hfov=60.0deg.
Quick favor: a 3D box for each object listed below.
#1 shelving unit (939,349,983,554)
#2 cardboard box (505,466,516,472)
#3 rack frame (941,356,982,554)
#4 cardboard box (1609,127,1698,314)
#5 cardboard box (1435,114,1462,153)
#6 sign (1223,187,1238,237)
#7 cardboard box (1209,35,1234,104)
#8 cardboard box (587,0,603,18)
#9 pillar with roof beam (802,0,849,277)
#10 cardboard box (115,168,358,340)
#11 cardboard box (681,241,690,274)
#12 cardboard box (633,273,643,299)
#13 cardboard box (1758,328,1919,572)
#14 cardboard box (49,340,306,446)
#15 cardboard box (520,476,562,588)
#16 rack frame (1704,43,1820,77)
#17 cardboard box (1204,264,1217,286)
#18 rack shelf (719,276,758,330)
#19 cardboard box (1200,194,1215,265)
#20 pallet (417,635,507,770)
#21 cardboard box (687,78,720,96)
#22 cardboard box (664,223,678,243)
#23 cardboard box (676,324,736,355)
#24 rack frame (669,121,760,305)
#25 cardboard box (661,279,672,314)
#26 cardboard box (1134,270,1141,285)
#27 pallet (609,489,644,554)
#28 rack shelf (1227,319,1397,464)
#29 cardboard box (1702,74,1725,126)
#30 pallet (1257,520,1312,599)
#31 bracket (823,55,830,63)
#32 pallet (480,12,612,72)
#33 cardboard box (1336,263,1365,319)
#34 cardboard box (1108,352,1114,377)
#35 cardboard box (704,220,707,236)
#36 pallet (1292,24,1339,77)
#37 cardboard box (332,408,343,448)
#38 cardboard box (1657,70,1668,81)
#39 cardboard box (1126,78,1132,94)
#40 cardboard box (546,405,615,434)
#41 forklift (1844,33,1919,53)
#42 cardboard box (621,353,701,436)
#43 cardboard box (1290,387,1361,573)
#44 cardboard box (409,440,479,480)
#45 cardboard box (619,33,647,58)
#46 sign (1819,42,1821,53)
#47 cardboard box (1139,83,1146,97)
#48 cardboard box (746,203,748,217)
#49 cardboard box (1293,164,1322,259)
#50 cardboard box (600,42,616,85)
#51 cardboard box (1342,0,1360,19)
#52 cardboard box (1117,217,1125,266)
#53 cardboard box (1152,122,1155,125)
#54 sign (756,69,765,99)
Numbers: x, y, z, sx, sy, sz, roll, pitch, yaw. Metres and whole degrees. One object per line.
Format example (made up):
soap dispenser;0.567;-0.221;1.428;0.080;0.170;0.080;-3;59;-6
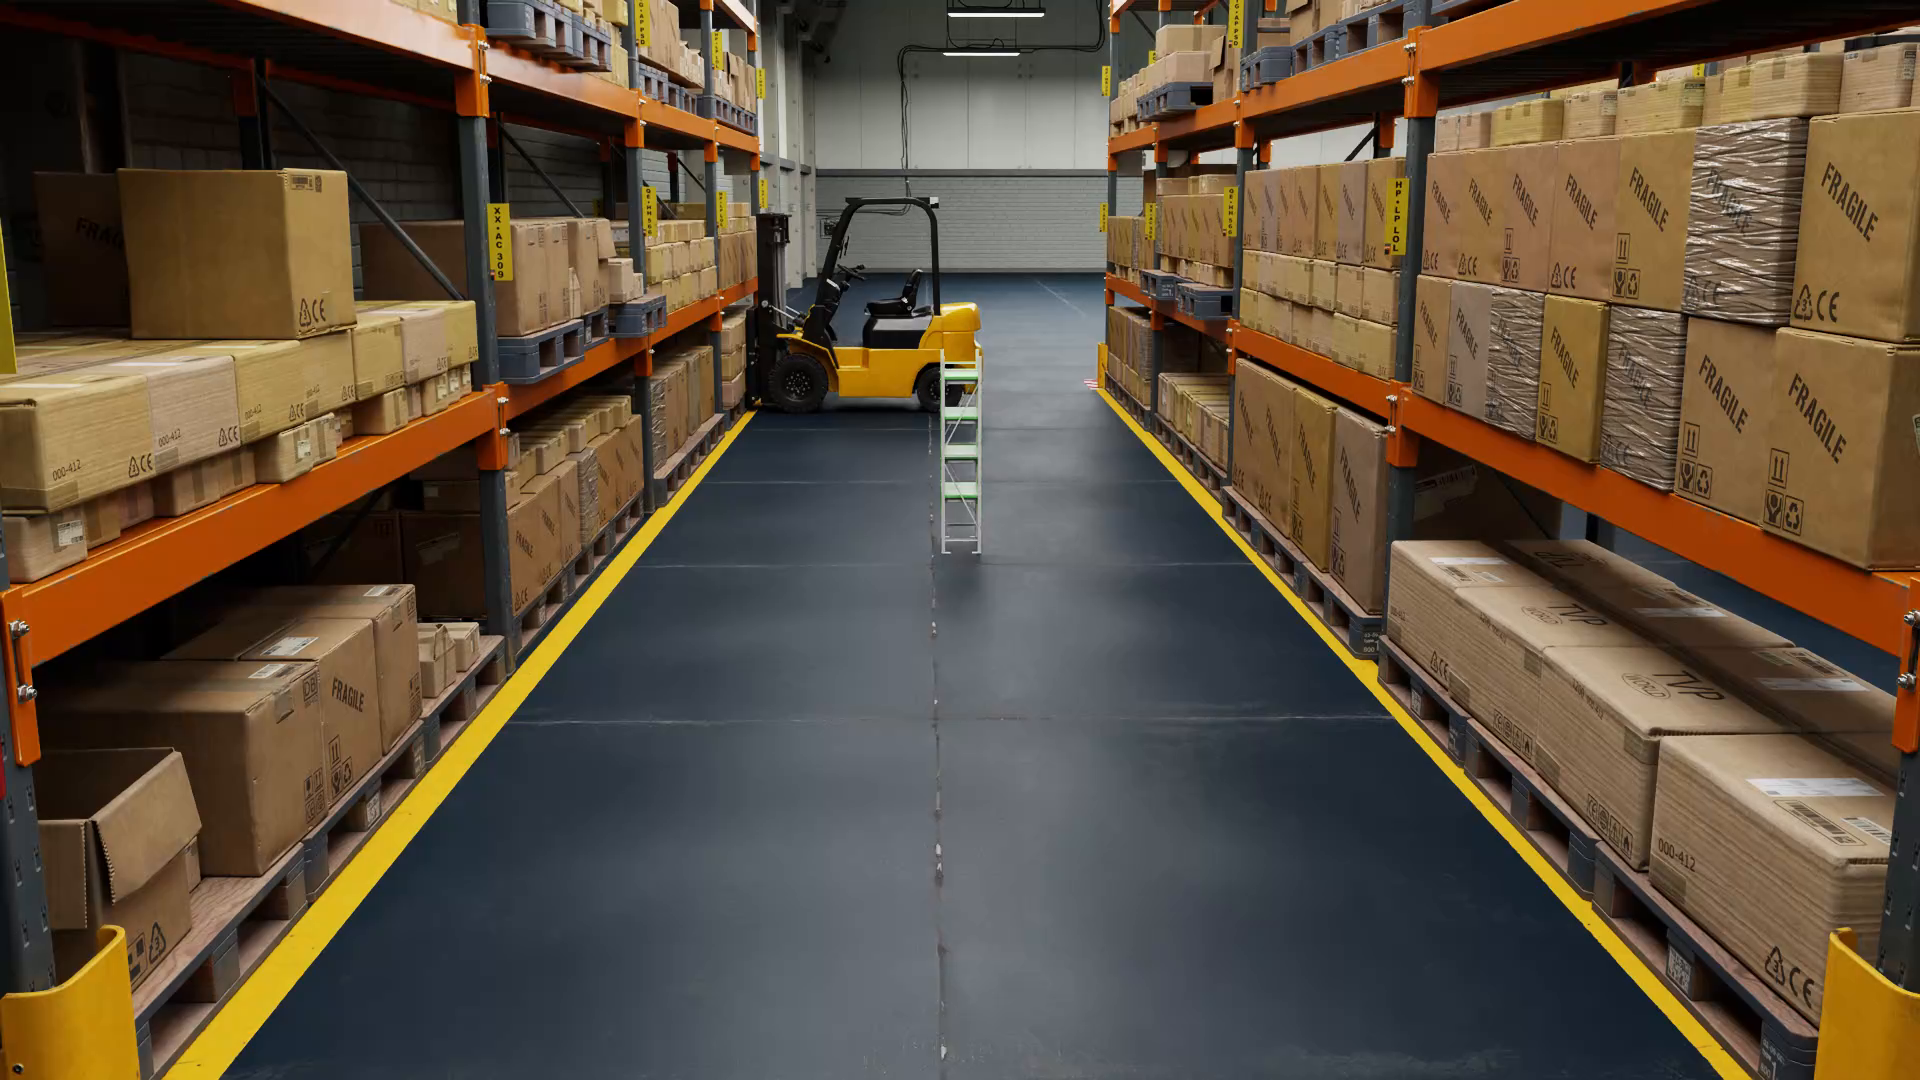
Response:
shelving unit;0.003;-0.555;10.278;0.258;1.200;0.503;0;11;-1
cardboard box;-2.350;-0.280;7.994;0.380;0.149;0.250;-1;11;-3
rack frame;0.008;-0.507;10.038;0.240;1.200;0.015;0;11;-1
cardboard box;2.224;-0.916;4.764;0.500;0.500;0.500;0;11;-1
cardboard box;2.184;-1.668;6.841;0.380;0.149;0.250;0;11;-2
sign;1.812;-2.195;11.121;0.100;0.325;0.005;0;11;-1
cardboard box;2.294;-3.494;12.434;0.797;0.503;0.637;0;11;-1
cardboard box;-2.350;-3.215;9.942;0.380;0.149;0.250;-1;11;-3
pillar with roof beam;0.023;-12.019;47.168;9.100;9.000;0.548;0;11;-1
cardboard box;-2.215;-0.888;5.136;0.500;0.500;0.500;0;11;0
cardboard box;-2.411;-2.215;13.053;0.500;0.250;0.500;0;11;0
cardboard box;-2.211;-1.603;10.492;0.380;0.149;0.250;0;11;0
cardboard box;2.245;-0.224;3.867;0.500;0.500;0.500;0;11;-1
cardboard box;-2.208;-0.424;4.732;0.500;0.250;0.500;0;11;-2
cardboard box;-2.332;-0.038;8.432;0.500;0.500;0.500;0;11;-2
rack frame;7.218;-5.446;14.770;1.000;3.000;0.127;0;11;-1
cardboard box;1.984;-1.920;12.055;0.380;0.149;0.250;0;11;-2
rack shelf;-2.733;-2.489;17.095;1.077;0.370;4.000;0;11;-1
cardboard box;2.045;-2.263;12.113;0.500;0.500;0.500;0;11;-2
pallet;-2.513;0.649;6.829;1.003;0.211;1.213;0;11;-1
cardboard box;-2.397;-4.137;15.184;0.380;0.149;0.250;0;11;0
cardboard box;-2.358;-2.337;12.652;0.380;0.149;0.250;0;11;0
cardboard box;-2.388;-1.890;15.676;0.500;0.250;0.500;0;11;-2
rack frame;-2.774;-3.240;18.983;1.000;3.000;0.127;0;11;-1
cardboard box;-2.379;-1.765;12.092;0.500;0.250;0.500;0;11;-2
cardboard box;1.936;-2.607;16.497;0.380;0.149;0.250;0;11;-2
pallet;-2.631;-0.134;10.689;1.003;0.211;1.213;0;11;-1
rack shelf;2.395;-0.920;9.360;1.077;0.370;4.000;0;11;-1
cardboard box;2.294;-1.211;4.588;0.380;0.149;0.250;0;11;-2
pallet;2.317;0.095;9.559;1.003;0.211;1.213;0;11;-1
bracket;-3.983;-14.320;49.459;0.235;0.232;0.430;0;11;-1
pallet;-2.494;-2.568;8.602;1.213;0.211;1.003;0;11;-1
cardboard box;2.167;-1.233;8.211;0.500;0.250;0.500;0;11;0
cardboard box;1.929;-1.957;18.523;0.500;0.250;0.500;0;11;-2
cardboard box;-2.435;-2.876;15.307;0.380;0.149;0.250;0;11;-2
pallet;2.446;-2.698;9.243;1.003;0.211;1.213;0;11;1
cardboard box;-2.253;-0.362;5.430;0.380;0.149;0.250;0;11;-1
cardboard box;6.941;-4.500;15.975;0.500;0.250;0.500;0;11;-1
cardboard box;1.912;-4.676;17.143;0.380;0.149;0.250;0;11;0
cardboard box;-2.347;-0.744;10.282;0.380;0.149;0.250;-1;11;-3
forklift;4.996;-1.234;9.270;1.130;2.935;3.031;0;11;2
cardboard box;-2.661;-1.228;13.986;0.875;0.625;0.625;0;11;-2
cardboard box;2.317;-0.342;8.989;0.875;0.875;0.875;0;11;0
cardboard box;-2.328;-0.371;7.693;0.380;0.149;0.250;0;11;-2
cardboard box;-2.312;-3.330;11.165;0.380;0.166;0.250;0;11;-1
sign;7.760;-4.388;15.007;0.100;0.325;0.005;0;11;-1
cardboard box;1.982;-4.195;15.777;0.500;0.250;0.500;0;11;-2
cardboard box;-2.440;-3.480;17.537;0.380;0.149;0.250;0;11;0
cardboard box;2.142;-1.809;9.163;0.500;0.500;0.500;0;11;0
cardboard box;-2.344;-2.845;9.870;0.500;0.250;0.500;0;11;-1
cardboard box;2.248;-2.812;8.862;0.380;0.166;0.250;1;11;4
cardboard box;1.947;-3.156;17.571;0.500;0.500;0.500;0;11;-2
cardboard box;1.959;-3.874;15.198;0.380;0.149;0.250;0;11;-1
sign;-2.231;-5.104;18.602;0.100;0.325;0.005;0;11;-1
